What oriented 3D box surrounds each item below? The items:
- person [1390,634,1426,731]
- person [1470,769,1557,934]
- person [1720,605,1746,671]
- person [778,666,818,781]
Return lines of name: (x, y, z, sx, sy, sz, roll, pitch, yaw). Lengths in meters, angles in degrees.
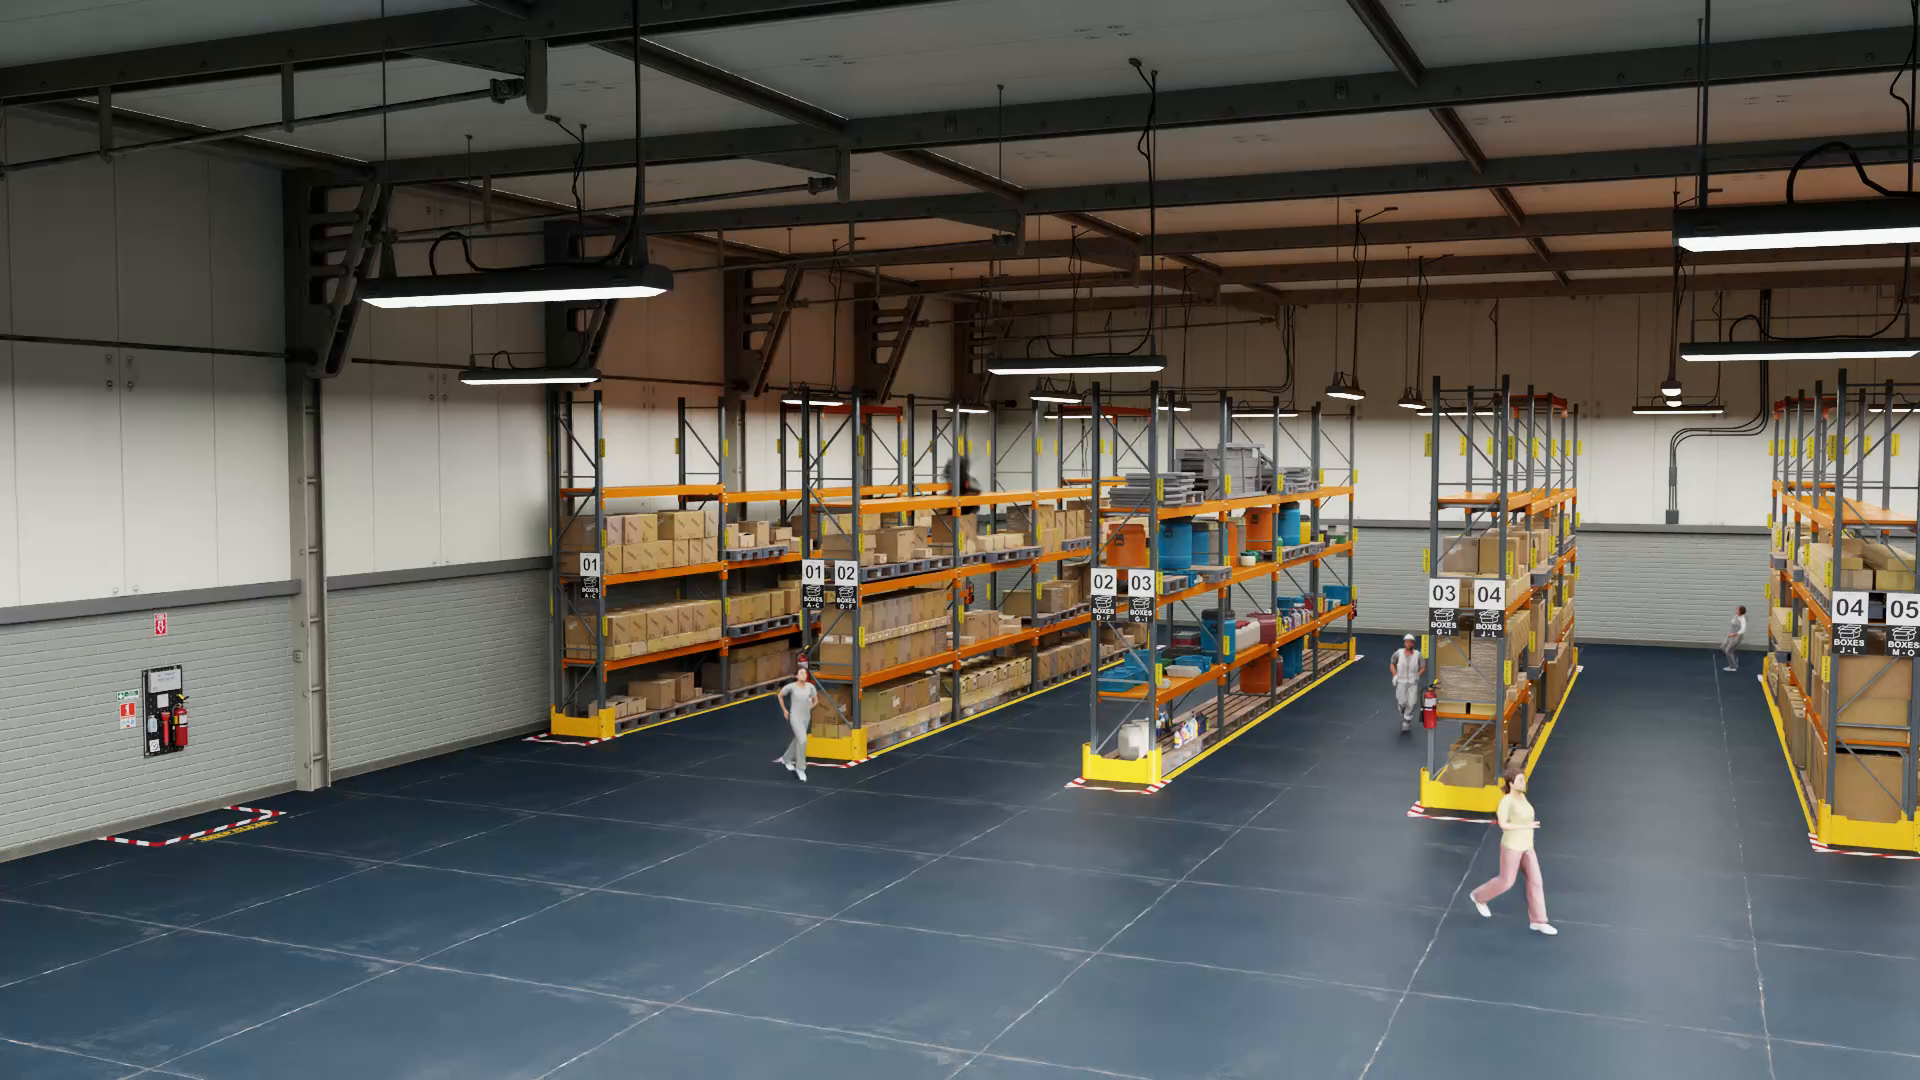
person: (7.888, 2.524, 29.264, 0.600, 1.729, 0.583, 1, 3, 12)
person: (5.764, 3.194, 17.262, 0.579, 1.647, 0.963, -2, 4, -38)
person: (17.227, 2.189, 37.075, 0.471, 1.509, 0.622, 1, 3, 11)
person: (-2.459, 2.780, 25.397, 0.564, 1.706, 0.784, -3, 4, -40)
